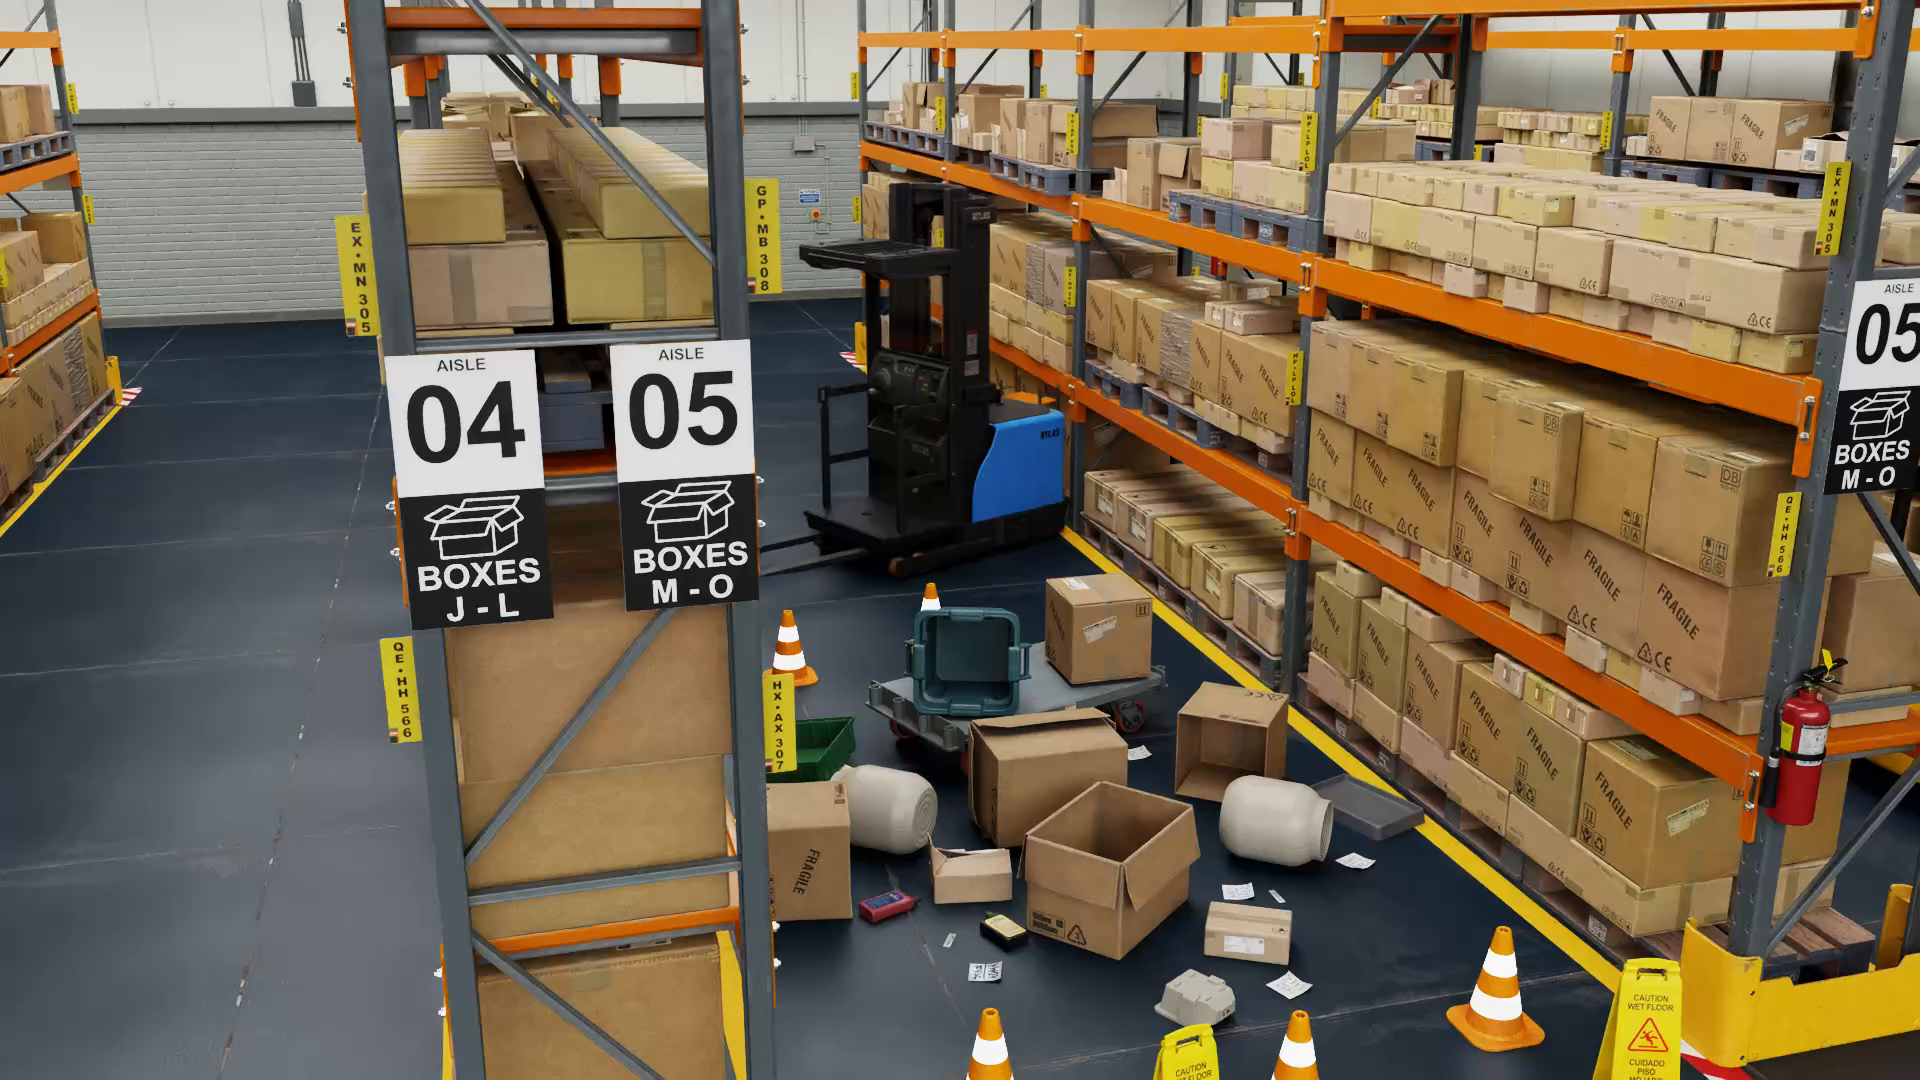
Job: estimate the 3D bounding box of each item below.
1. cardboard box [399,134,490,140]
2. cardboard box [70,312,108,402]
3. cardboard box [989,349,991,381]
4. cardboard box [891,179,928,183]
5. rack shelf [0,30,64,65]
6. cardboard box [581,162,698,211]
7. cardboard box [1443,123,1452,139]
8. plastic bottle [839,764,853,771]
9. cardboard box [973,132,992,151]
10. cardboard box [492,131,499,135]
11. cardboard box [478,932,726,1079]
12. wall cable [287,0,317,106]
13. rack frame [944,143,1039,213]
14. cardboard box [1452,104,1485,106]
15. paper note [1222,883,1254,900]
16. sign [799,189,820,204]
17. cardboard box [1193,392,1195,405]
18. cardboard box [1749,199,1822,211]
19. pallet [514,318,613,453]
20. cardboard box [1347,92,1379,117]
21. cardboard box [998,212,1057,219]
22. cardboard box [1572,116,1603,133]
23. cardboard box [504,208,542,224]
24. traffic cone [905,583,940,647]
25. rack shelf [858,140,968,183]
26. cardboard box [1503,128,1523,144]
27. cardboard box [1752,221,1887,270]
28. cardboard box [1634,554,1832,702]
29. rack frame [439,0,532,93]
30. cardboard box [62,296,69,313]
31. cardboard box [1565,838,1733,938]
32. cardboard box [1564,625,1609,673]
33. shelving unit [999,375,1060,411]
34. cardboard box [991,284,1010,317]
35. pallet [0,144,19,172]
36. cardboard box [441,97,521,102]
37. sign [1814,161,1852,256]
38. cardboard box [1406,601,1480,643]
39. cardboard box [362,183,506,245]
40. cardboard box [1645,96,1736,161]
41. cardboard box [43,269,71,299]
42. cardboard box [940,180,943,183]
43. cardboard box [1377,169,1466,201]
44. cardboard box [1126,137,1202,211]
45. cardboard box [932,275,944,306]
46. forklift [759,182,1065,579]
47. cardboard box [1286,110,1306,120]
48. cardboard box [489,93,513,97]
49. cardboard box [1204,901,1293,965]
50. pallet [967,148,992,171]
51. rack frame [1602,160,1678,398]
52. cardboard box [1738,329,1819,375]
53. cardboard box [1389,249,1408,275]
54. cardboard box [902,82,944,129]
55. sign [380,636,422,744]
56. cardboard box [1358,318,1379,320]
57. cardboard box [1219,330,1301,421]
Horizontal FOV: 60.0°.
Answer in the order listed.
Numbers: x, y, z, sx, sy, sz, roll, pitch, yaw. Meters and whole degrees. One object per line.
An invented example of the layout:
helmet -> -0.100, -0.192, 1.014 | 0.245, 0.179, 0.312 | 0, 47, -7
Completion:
cardboard box -> -2.285, -1.718, 7.390 | 0.380, 0.149, 0.250 | -5, 17, -16
cardboard box -> -10.041, -2.007, 18.382 | 0.875, 0.875, 0.875 | -5, 17, -15
cardboard box -> 0.581, -1.689, 17.325 | 0.875, 0.875, 0.875 | -4, 17, -14
cardboard box -> -0.591, -4.135, 19.464 | 0.380, 0.149, 0.250 | -5, 17, -15
rack shelf -> -9.744, -4.778, 16.161 | 1.077, 0.370, 4.000 | -5, 17, -15
cardboard box -> -1.093, -1.207, 5.690 | 0.380, 0.149, 0.250 | -5, 17, -15
cardboard box -> 5.150, -4.162, 16.914 | 0.380, 0.149, 0.250 | -4, 17, -14
plastic bottle -> -0.672, 1.326, 9.433 | 0.283, 0.061, 0.133 | 16, 23, 42
cardboard box -> 0.345, -3.819, 15.914 | 0.380, 0.166, 0.250 | -6, 18, -19
cardboard box -> -3.983, -3.044, 13.482 | 0.500, 0.500, 0.500 | -5, 17, -15
cardboard box -> -1.350, 1.702, 6.036 | 0.875, 0.875, 0.875 | -5, 17, -15
wall cable -> -8.534, -9.244, 23.493 | 2.277, 5.999, 0.120 | -5, 17, -15
rack frame -> 0.334, -2.671, 17.630 | 1.000, 3.000, 0.127 | -5, 17, -15
cardboard box -> 5.470, -4.561, 17.723 | 0.380, 0.149, 0.250 | -5, 17, -16
paper note -> 1.369, 1.725, 8.177 | 0.148, 0.019, 0.142 | 1, 17, 4
sign -> -2.400, -5.478, 26.504 | 0.327, 0.218, 0.001 | -5, 17, -15
cardboard box -> 1.886, -1.024, 11.853 | 0.380, 0.149, 0.250 | -5, 18, -17
cardboard box -> 3.639, -1.382, 7.176 | 0.380, 0.149, 0.250 | -5, 17, -15
pallet -> -1.314, -0.531, 5.446 | 1.003, 0.211, 1.213 | -5, 17, -15
cardboard box -> 4.736, -4.932, 18.817 | 0.500, 0.250, 0.500 | -5, 17, -15
cardboard box -> 0.698, -3.094, 17.126 | 0.500, 0.500, 0.500 | -4, 17, -13
cardboard box -> 5.855, -3.809, 15.255 | 0.380, 0.149, 0.250 | -5, 18, -17
cardboard box -> -1.640, -0.940, 5.494 | 0.500, 0.250, 0.500 | -5, 17, -15
traffic cone -> -0.195, 0.523, 11.405 | 0.336, 0.463, 0.334 | -5, 17, -15
rack shelf -> -0.215, -4.316, 19.144 | 1.077, 0.370, 4.000 | -5, 17, -15
cardboard box -> 5.548, -3.951, 16.244 | 0.380, 0.149, 0.250 | -4, 17, -14
cardboard box -> 3.255, -1.120, 6.303 | 0.380, 0.149, 0.250 | -5, 17, -15
cardboard box -> 3.218, 0.330, 6.950 | 0.500, 0.500, 0.500 | -5, 17, -16
rack frame -> -5.497, -6.231, 19.054 | 1.000, 3.000, 0.127 | -5, 17, -15
cardboard box -> -9.525, -2.447, 17.321 | 0.380, 0.149, 0.250 | -5, 17, -15
cardboard box -> 3.145, 1.555, 7.611 | 0.500, 0.250, 0.500 | -5, 17, -16
cardboard box -> 2.998, 0.479, 7.579 | 0.380, 0.149, 0.250 | -4, 17, -14
shelving unit -> 0.614, -0.791, 14.482 | 0.258, 1.200, 0.503 | -17, 23, -38
cardboard box -> 0.608, -2.271, 15.691 | 0.500, 0.250, 0.500 | -5, 17, -17
pallet -> -9.409, -3.509, 15.359 | 1.003, 0.211, 1.213 | -5, 17, -15
cardboard box -> -4.399, -3.824, 15.350 | 0.700, 0.500, 0.500 | -5, 17, -15
sign -> 3.093, -1.174, 5.893 | 0.100, 0.325, 0.005 | -5, 17, -15
cardboard box -> 2.632, 0.428, 8.932 | 0.380, 0.149, 0.250 | -4, 17, -12
cardboard box -> -1.519, -0.946, 4.820 | 0.380, 0.149, 0.250 | -5, 17, -15
cardboard box -> 6.170, -3.472, 14.005 | 0.500, 0.500, 0.500 | -5, 17, -15
cardboard box -> -9.626, -2.670, 17.372 | 0.500, 0.250, 0.500 | -5, 18, -17
cardboard box -> -0.016, -4.109, 19.377 | 0.380, 0.149, 0.250 | -4, 17, -13
cardboard box -> 2.469, -1.900, 8.900 | 0.380, 0.149, 0.250 | -5, 18, -17
cardboard box -> 1.684, -2.786, 12.625 | 0.700, 0.500, 0.500 | -5, 17, -15
cardboard box -> -0.039, -2.827, 17.975 | 0.500, 0.500, 0.500 | -5, 17, -15
forklift -> -0.570, -1.272, 13.093 | 3.031, 2.935, 1.130 | -14, 21, -38
cardboard box -> 4.318, -5.111, 20.283 | 0.500, 0.250, 0.500 | -5, 17, -16
cardboard box -> -5.078, -4.938, 18.660 | 0.380, 0.149, 0.250 | -5, 17, -17
cardboard box -> 1.330, 1.811, 7.665 | 0.380, 0.149, 0.250 | 4, 17, 13
pallet -> 0.634, -3.766, 16.395 | 0.805, 0.209, 1.217 | -5, 18, -17
rack frame -> 6.205, -1.958, 15.256 | 1.000, 3.000, 0.127 | -5, 17, -15
cardboard box -> 3.265, -0.745, 6.439 | 0.380, 0.149, 0.250 | -5, 17, -15
cardboard box -> 2.575, -1.532, 9.061 | 0.380, 0.149, 0.250 | -5, 17, -15
cardboard box -> -0.355, -4.941, 18.897 | 0.500, 0.500, 0.500 | -4, 17, -14
sign -> -1.625, 0.439, 4.853 | 0.100, 0.325, 0.005 | -5, 17, -15
cardboard box -> 2.743, -1.318, 10.579 | 0.380, 0.149, 0.250 | -5, 17, -15
cardboard box -> 2.048, -1.096, 10.967 | 0.500, 0.500, 0.500 | -5, 17, -15
